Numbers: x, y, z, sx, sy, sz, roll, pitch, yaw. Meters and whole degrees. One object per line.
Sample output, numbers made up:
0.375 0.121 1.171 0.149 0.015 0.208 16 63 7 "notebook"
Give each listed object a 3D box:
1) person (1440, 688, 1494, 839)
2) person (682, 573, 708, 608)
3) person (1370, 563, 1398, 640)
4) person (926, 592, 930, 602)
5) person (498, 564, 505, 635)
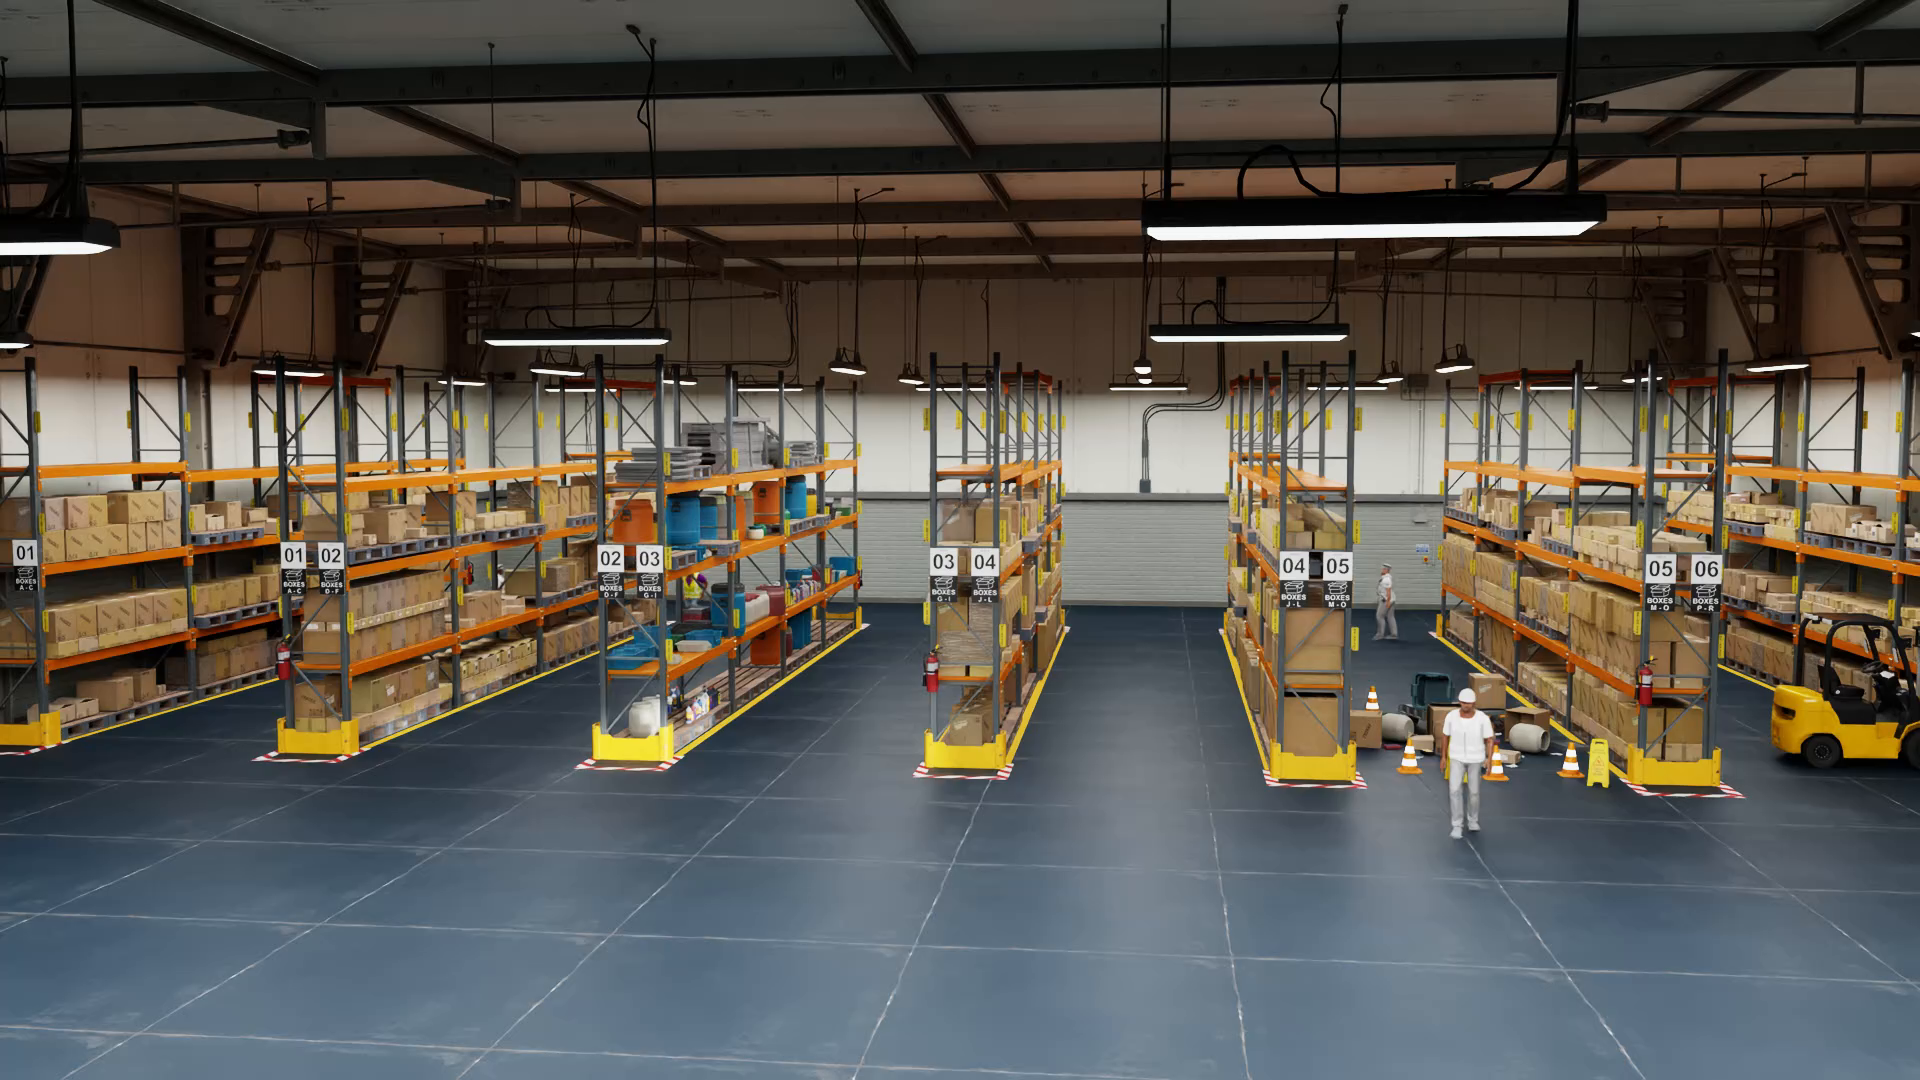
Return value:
6.160 2.697 20.228 0.642 1.790 0.641 2 4 24 "person"
-6.388 1.369 39.627 0.696 1.665 0.698 1 4 14 "person"
9.796 1.427 38.309 0.633 1.805 0.582 2 5 27 "person"
-0.353 1.625 35.990 0.732 1.685 0.653 1 4 15 "person"
-10.879 1.405 39.054 0.459 1.676 0.492 -3 5 -39 "person"
